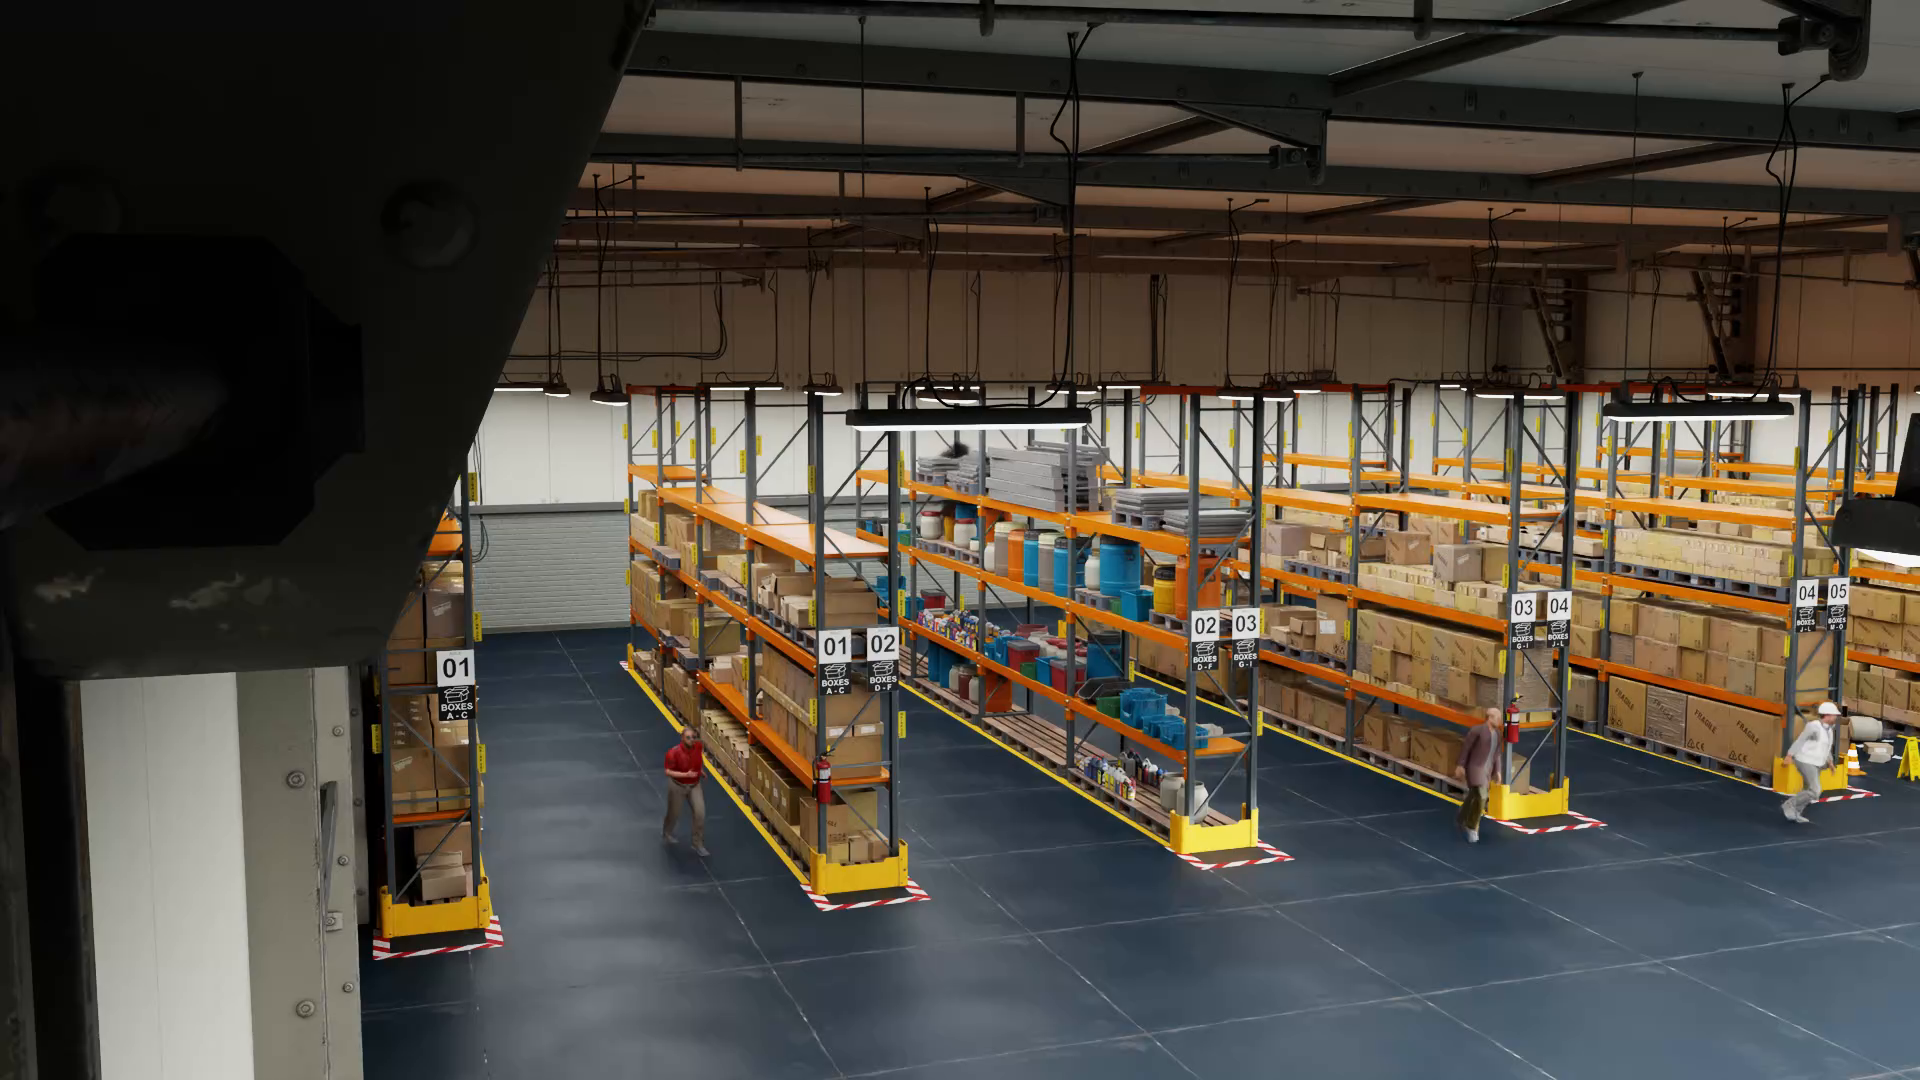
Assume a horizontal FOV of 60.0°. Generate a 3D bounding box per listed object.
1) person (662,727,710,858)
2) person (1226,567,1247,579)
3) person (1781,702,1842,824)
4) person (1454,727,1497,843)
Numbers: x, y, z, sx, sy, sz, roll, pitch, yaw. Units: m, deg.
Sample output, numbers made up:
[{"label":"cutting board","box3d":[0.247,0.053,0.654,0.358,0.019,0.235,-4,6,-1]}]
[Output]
[{"label":"person","box3d":[-3.599,3.254,21.731,0.674,1.709,0.999,-4,7,-34]},{"label":"person","box3d":[6.817,1.345,41.094,0.673,1.596,0.767,4,7,34]},{"label":"person","box3d":[11.823,3.096,23.079,0.645,1.713,0.623,-5,8,-43]},{"label":"person","box3d":[6.987,3.257,22.604,0.670,1.554,0.617,-4,7,-34]}]
